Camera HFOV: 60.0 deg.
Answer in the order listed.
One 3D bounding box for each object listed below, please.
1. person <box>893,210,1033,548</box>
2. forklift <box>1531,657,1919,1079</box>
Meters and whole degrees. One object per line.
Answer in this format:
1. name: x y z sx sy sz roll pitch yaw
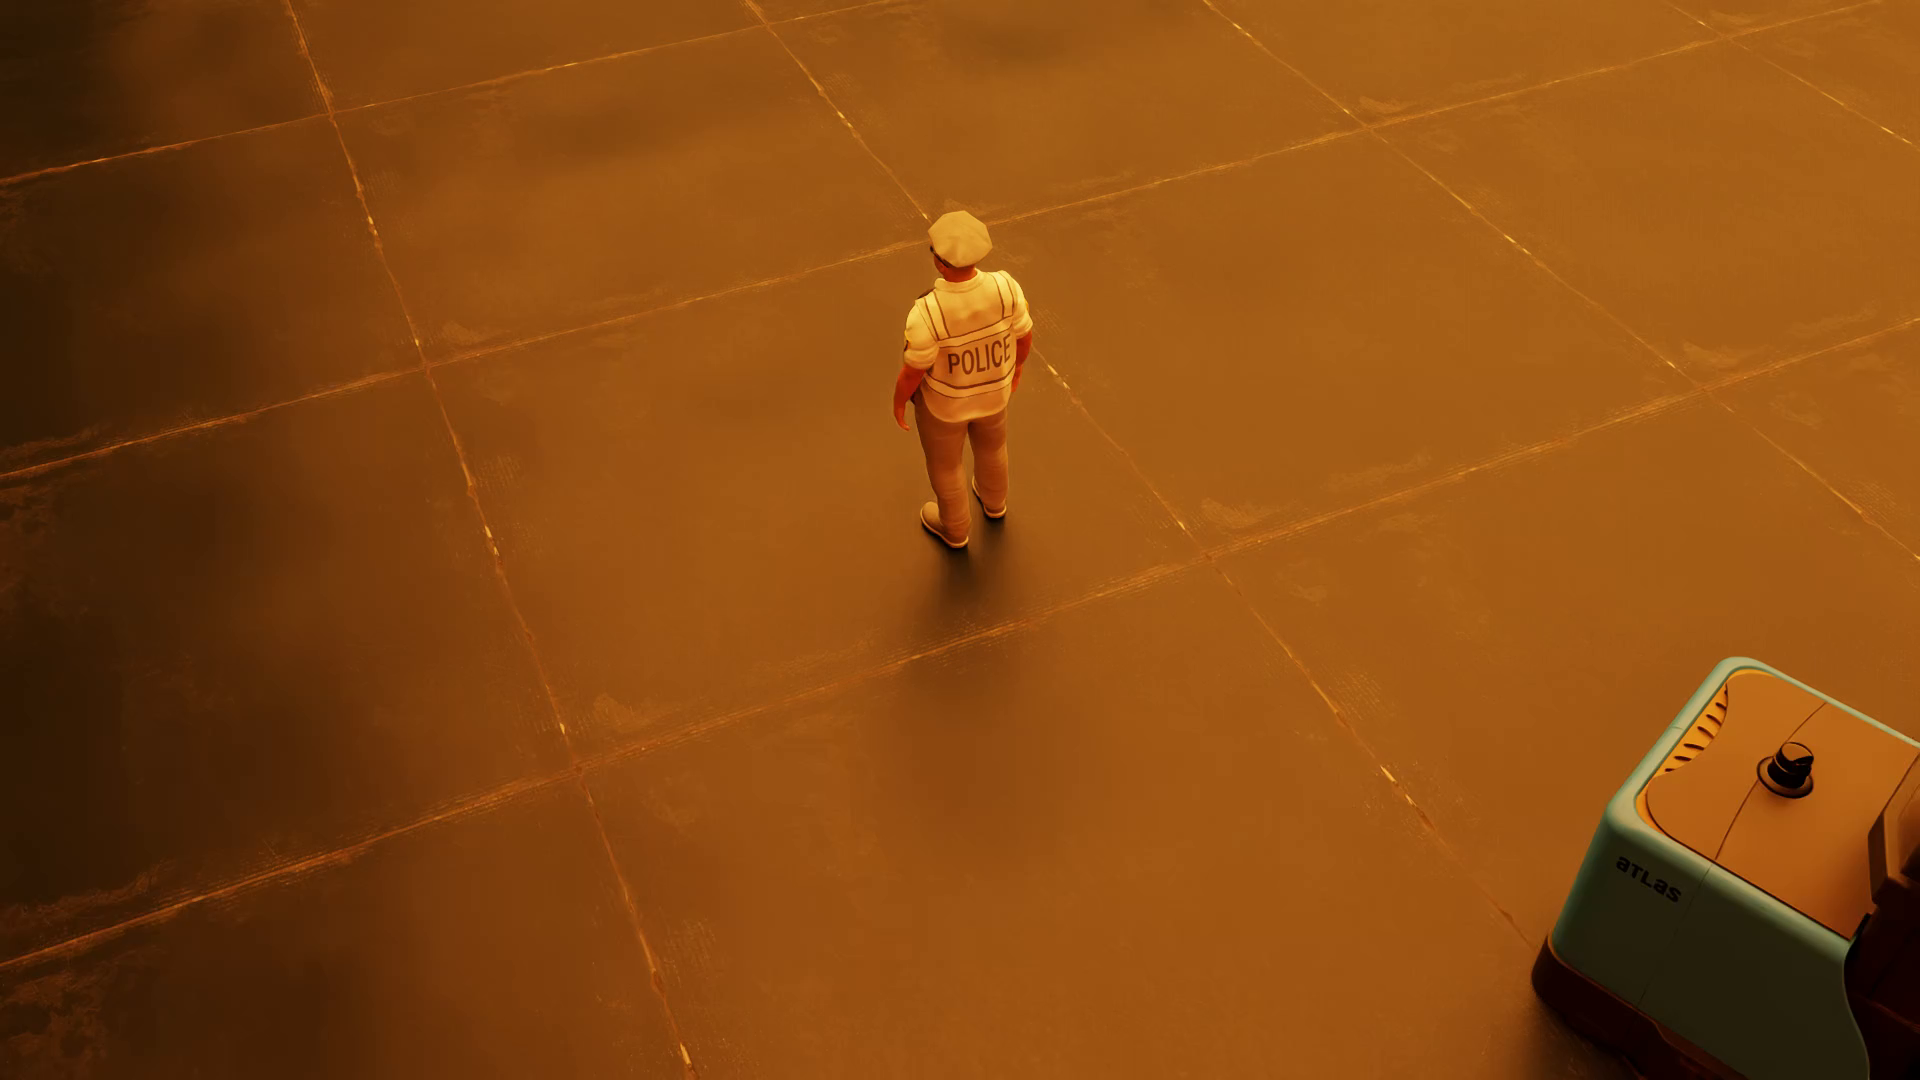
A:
1. person: -0.021 -0.708 7.271 0.640 1.781 0.575 -18 46 -18
2. forklift: 3.496 1.018 4.589 3.031 2.935 1.130 32 52 30
